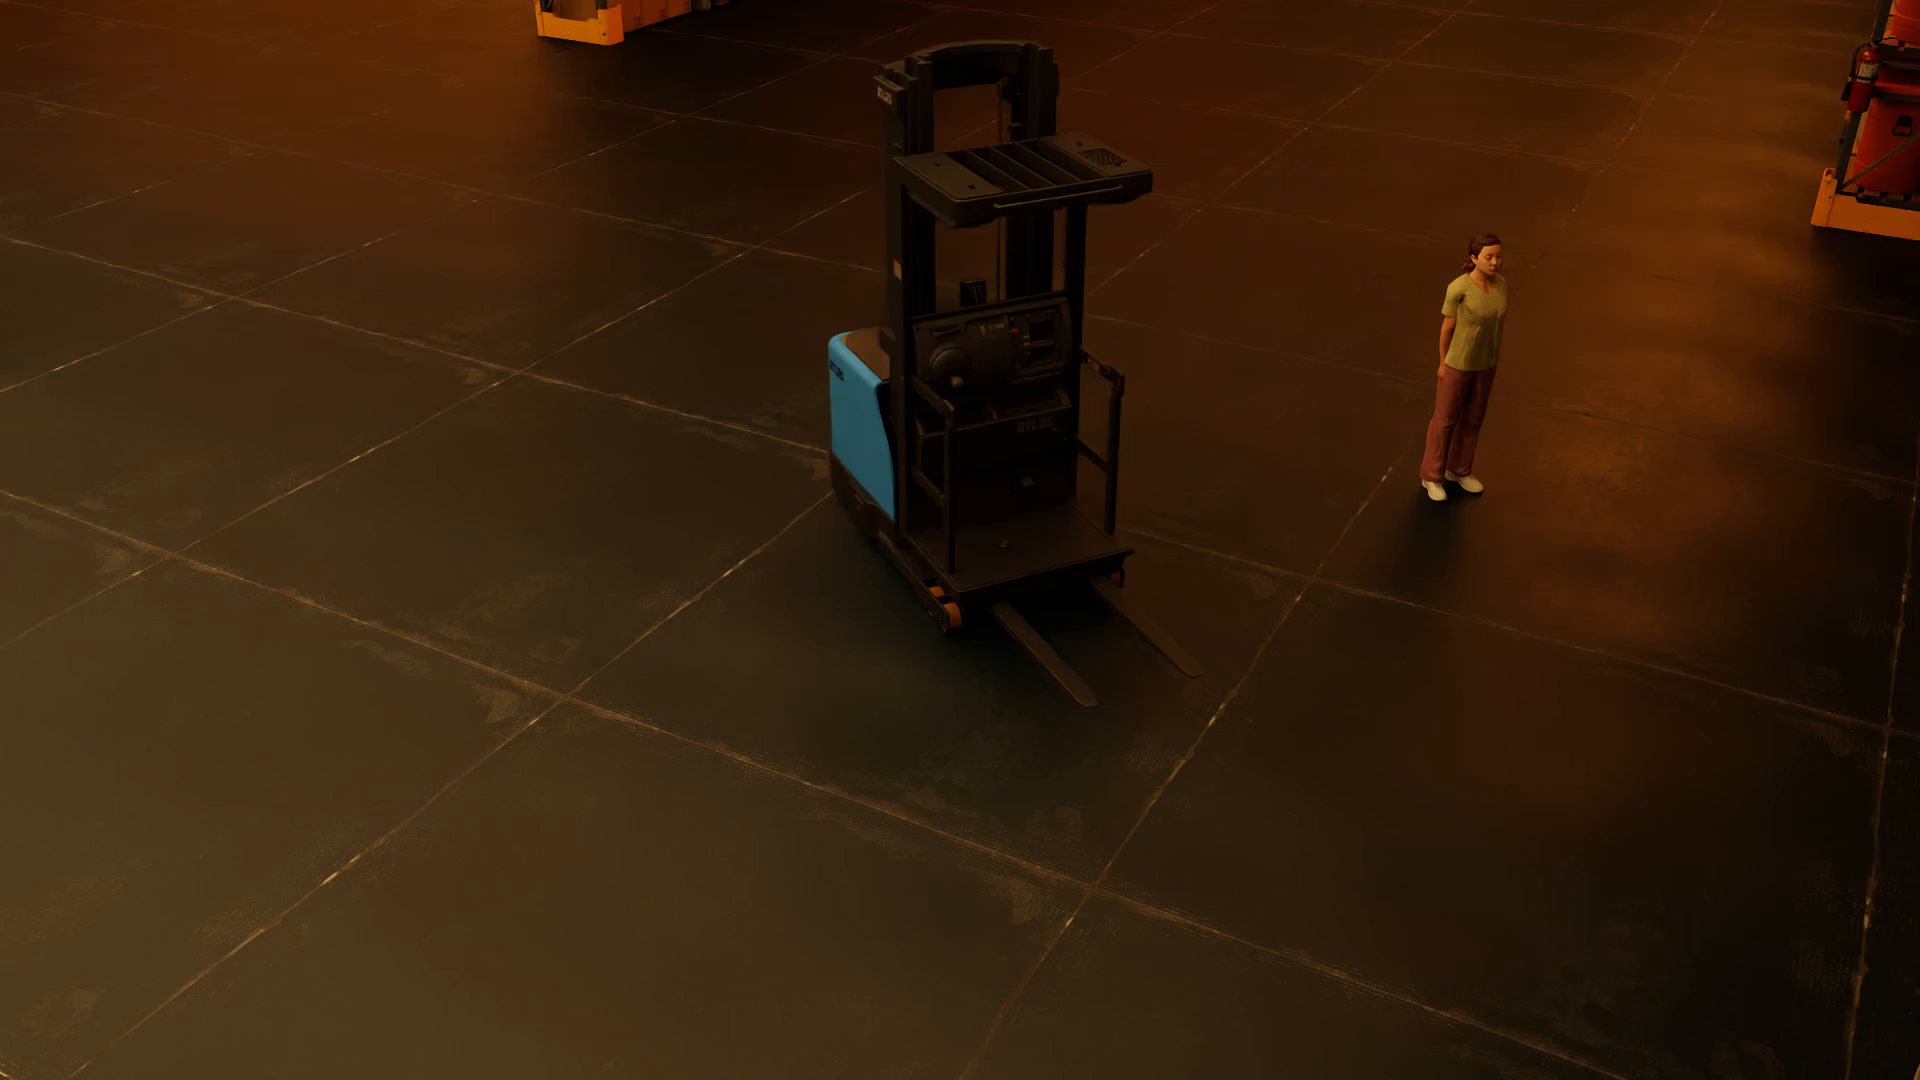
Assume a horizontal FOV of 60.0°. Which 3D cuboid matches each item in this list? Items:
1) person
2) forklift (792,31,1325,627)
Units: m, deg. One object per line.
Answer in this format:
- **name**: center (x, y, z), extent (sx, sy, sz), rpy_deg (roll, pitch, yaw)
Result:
- **person**: center (3.120, -1.069, 10.185), extent (0.435, 1.671, 0.385), rpy_deg (-11, 32, -19)
- **forklift**: center (0.554, -1.140, 9.046), extent (3.031, 2.935, 1.130), rpy_deg (16, 34, 25)
